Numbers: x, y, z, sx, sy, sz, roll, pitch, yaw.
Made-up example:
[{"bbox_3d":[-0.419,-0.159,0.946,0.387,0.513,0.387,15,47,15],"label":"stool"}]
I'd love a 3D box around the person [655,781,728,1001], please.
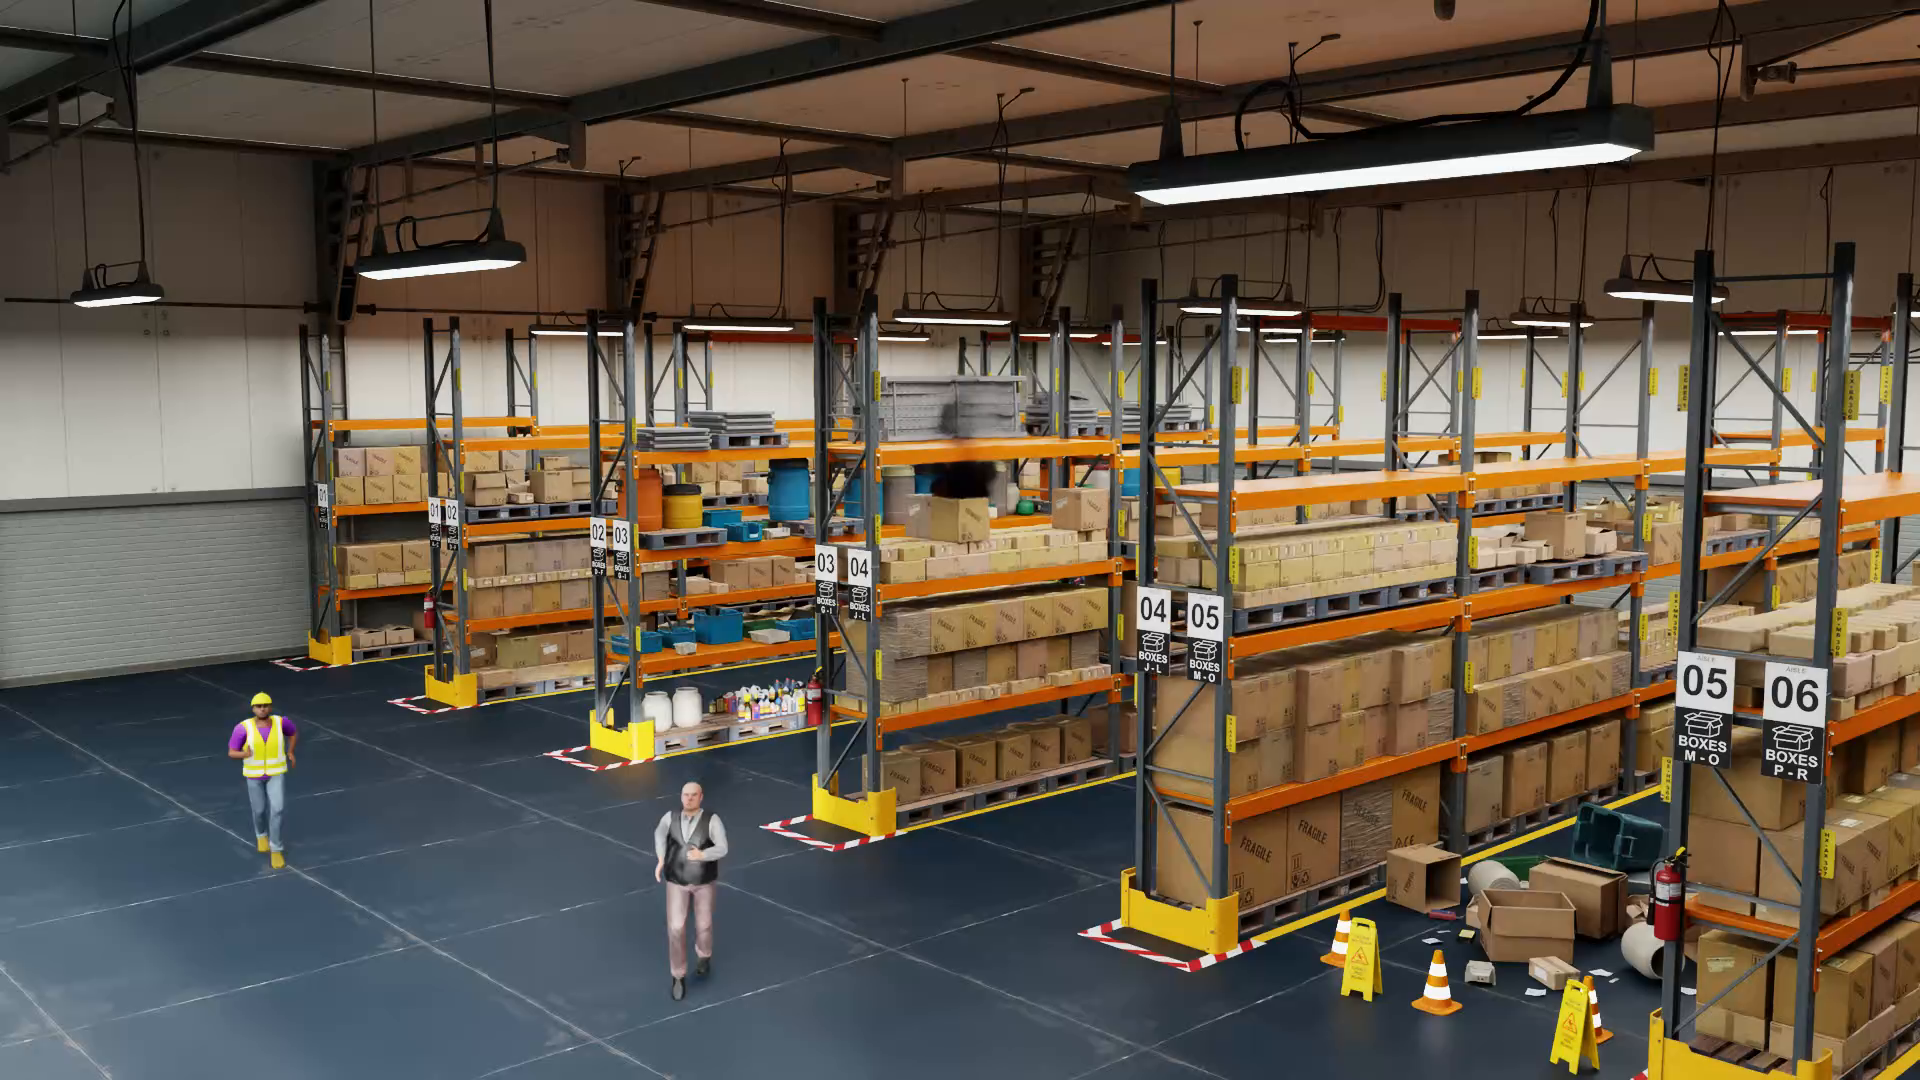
[{"bbox_3d":[-2.253,2.999,13.951,0.630,1.595,0.759,-1,6,-6],"label":"person"}]

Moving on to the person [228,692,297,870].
[{"bbox_3d":[-7.333,2.501,17.537,0.683,1.808,0.841,-2,6,-23],"label":"person"}]
